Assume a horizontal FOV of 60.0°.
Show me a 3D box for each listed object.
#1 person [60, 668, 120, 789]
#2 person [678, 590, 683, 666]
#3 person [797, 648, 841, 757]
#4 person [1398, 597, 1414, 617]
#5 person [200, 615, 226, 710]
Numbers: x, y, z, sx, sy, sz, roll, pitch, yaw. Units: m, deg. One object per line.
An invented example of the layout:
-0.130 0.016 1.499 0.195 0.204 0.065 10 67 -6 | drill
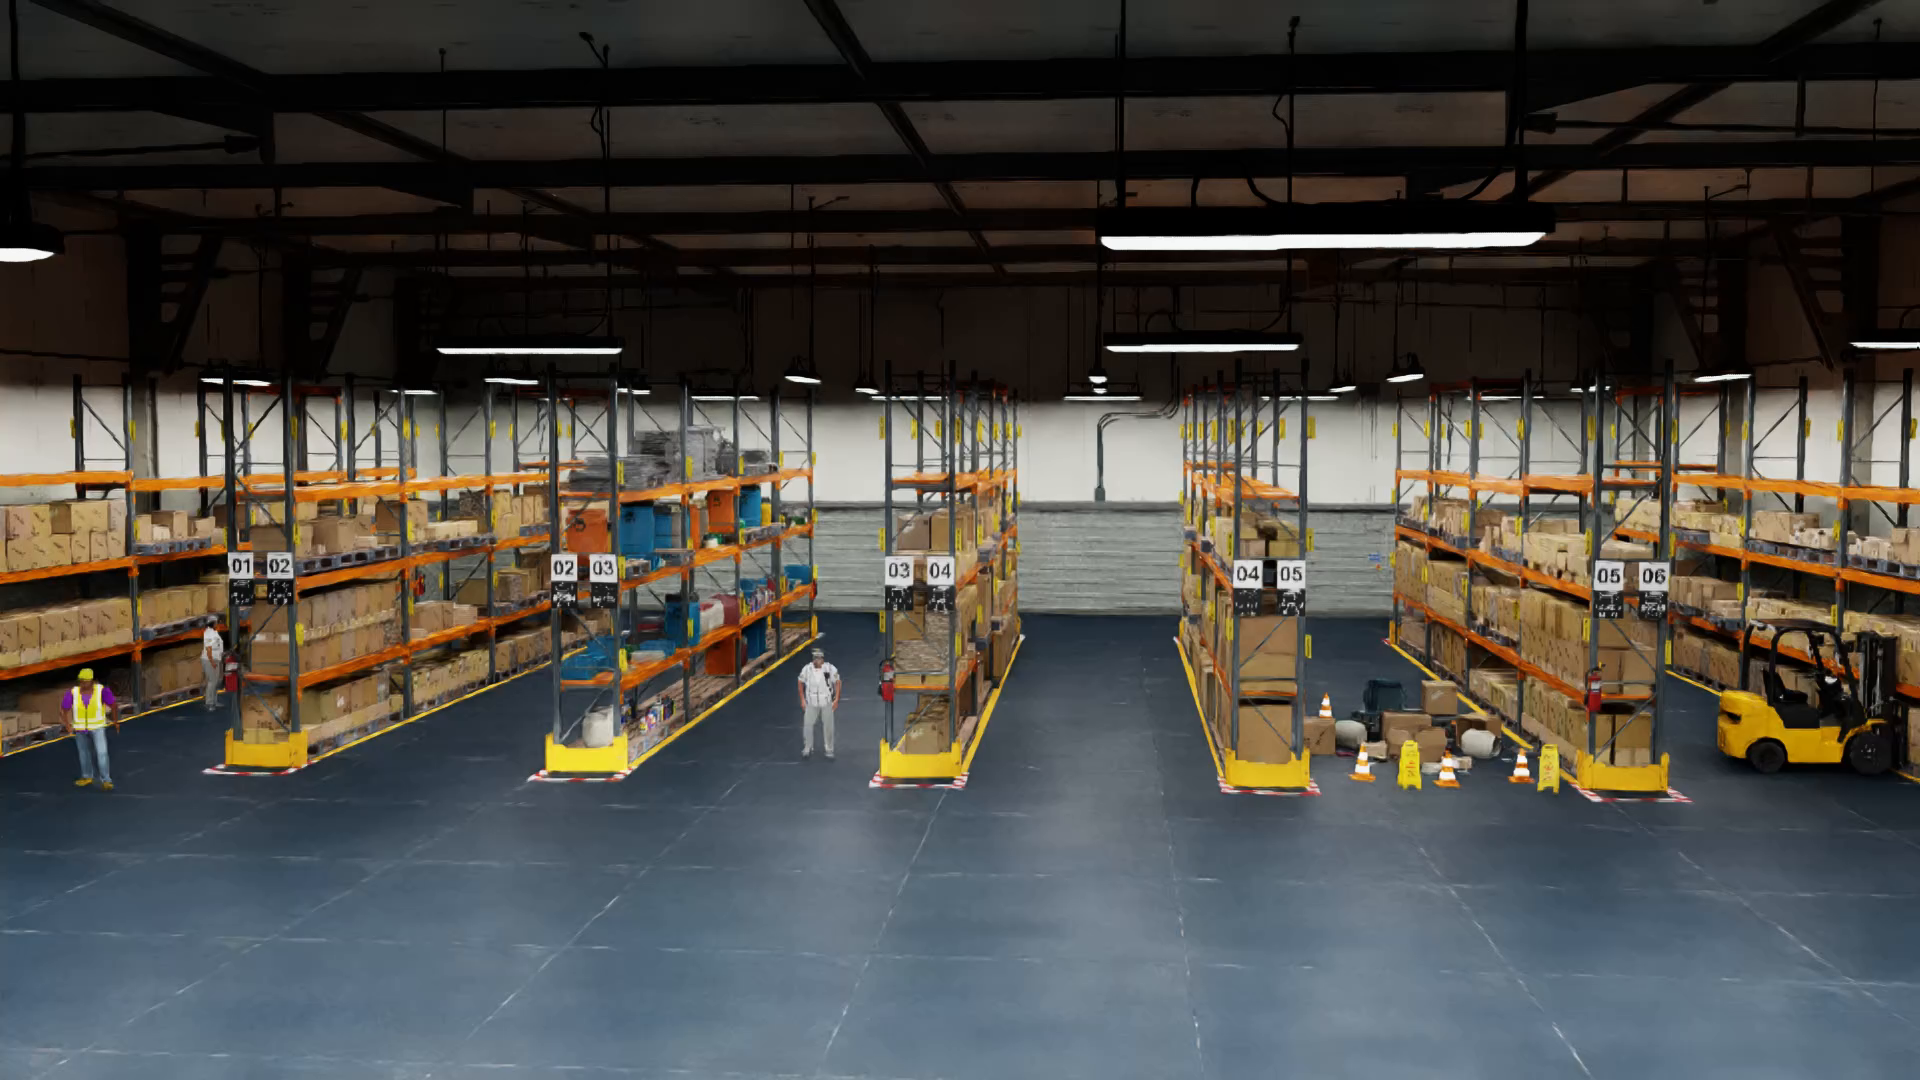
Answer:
-12.152 2.613 23.239 0.711 1.695 0.815 -1 4 -14 | person
-5.907 1.859 35.498 0.536 1.590 0.534 2 4 30 | person
-2.155 2.481 25.479 0.682 1.704 0.536 0 4 4 | person
11.508 1.373 42.738 0.528 1.695 0.548 -2 4 -32 | person
-13.525 2.223 30.075 0.403 1.732 0.549 -1 4 -21 | person
